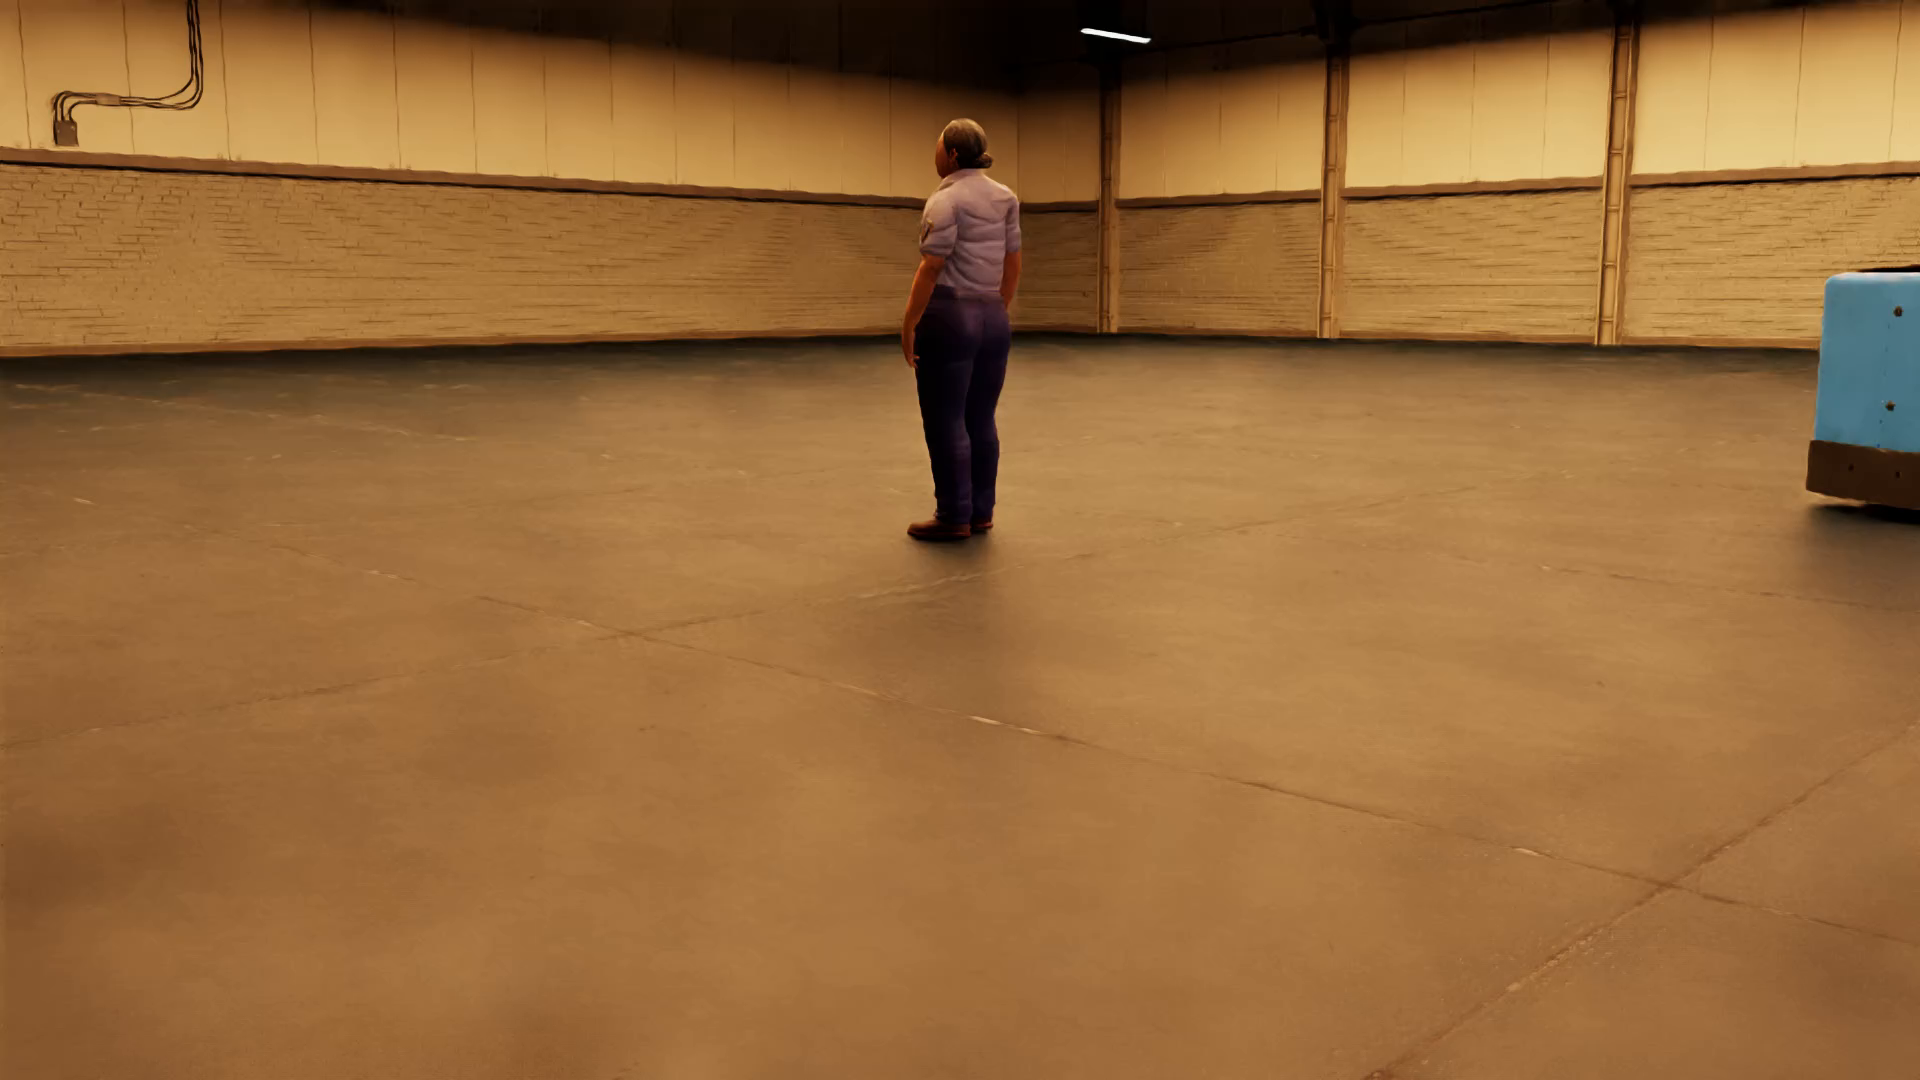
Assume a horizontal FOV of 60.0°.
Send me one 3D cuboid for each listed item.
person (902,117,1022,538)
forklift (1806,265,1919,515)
[{"bbox_3d":[-0.049,-0.833,6.672,0.502,1.650,0.599,8,12,43],"label":"person"},{"bbox_3d":[5.517,-1.576,7.343,3.031,2.935,1.130,-1,9,-8],"label":"forklift"}]
